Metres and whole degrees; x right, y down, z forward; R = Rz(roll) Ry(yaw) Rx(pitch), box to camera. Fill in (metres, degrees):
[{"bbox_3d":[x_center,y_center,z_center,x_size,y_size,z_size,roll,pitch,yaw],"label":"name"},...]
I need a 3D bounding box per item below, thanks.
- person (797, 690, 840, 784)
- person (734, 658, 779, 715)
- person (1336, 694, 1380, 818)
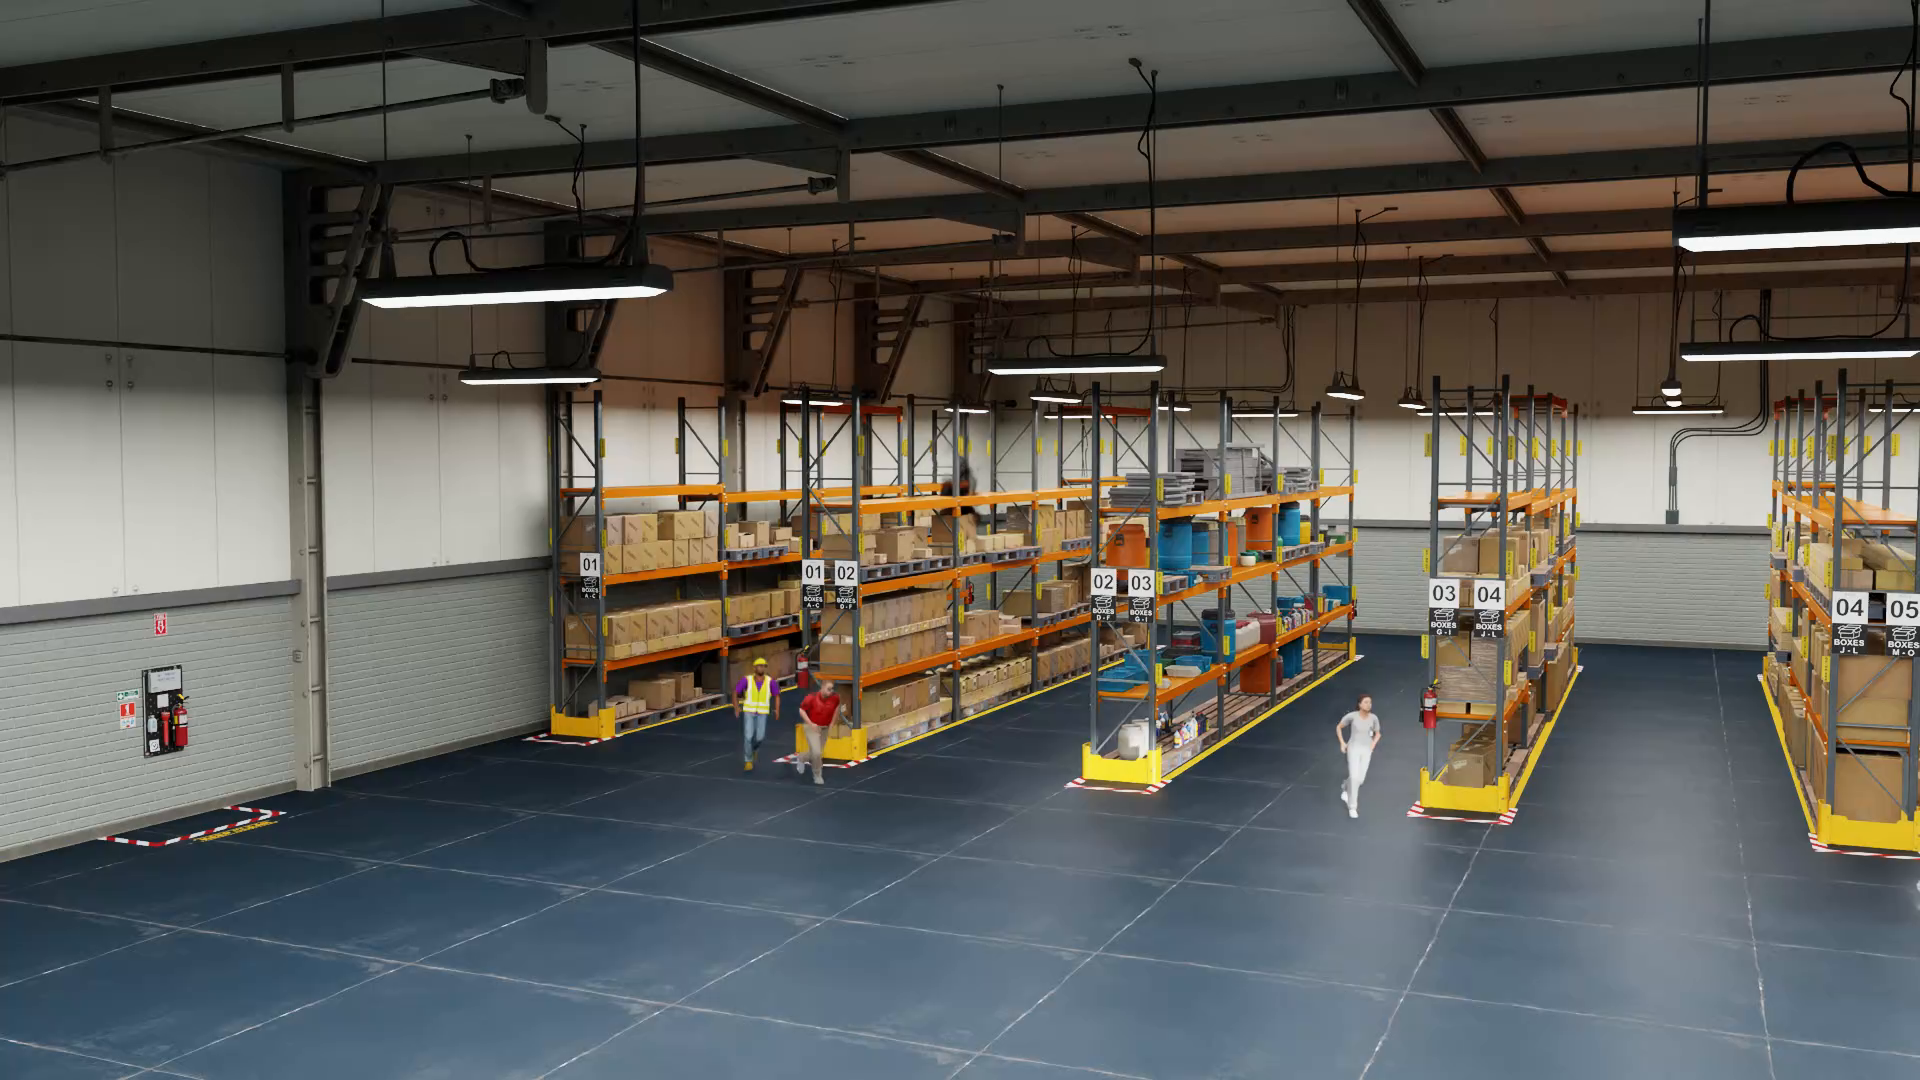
[{"bbox_3d":[-2.194,2.932,25.022,0.649,1.471,0.881,-2,4,-33],"label":"person"},{"bbox_3d":[-3.185,2.312,26.081,0.713,0.909,0.347,-1,3,-11],"label":"person"},{"bbox_3d":[5.492,2.938,22.905,0.598,1.666,0.799,0,3,-5],"label":"person"}]
